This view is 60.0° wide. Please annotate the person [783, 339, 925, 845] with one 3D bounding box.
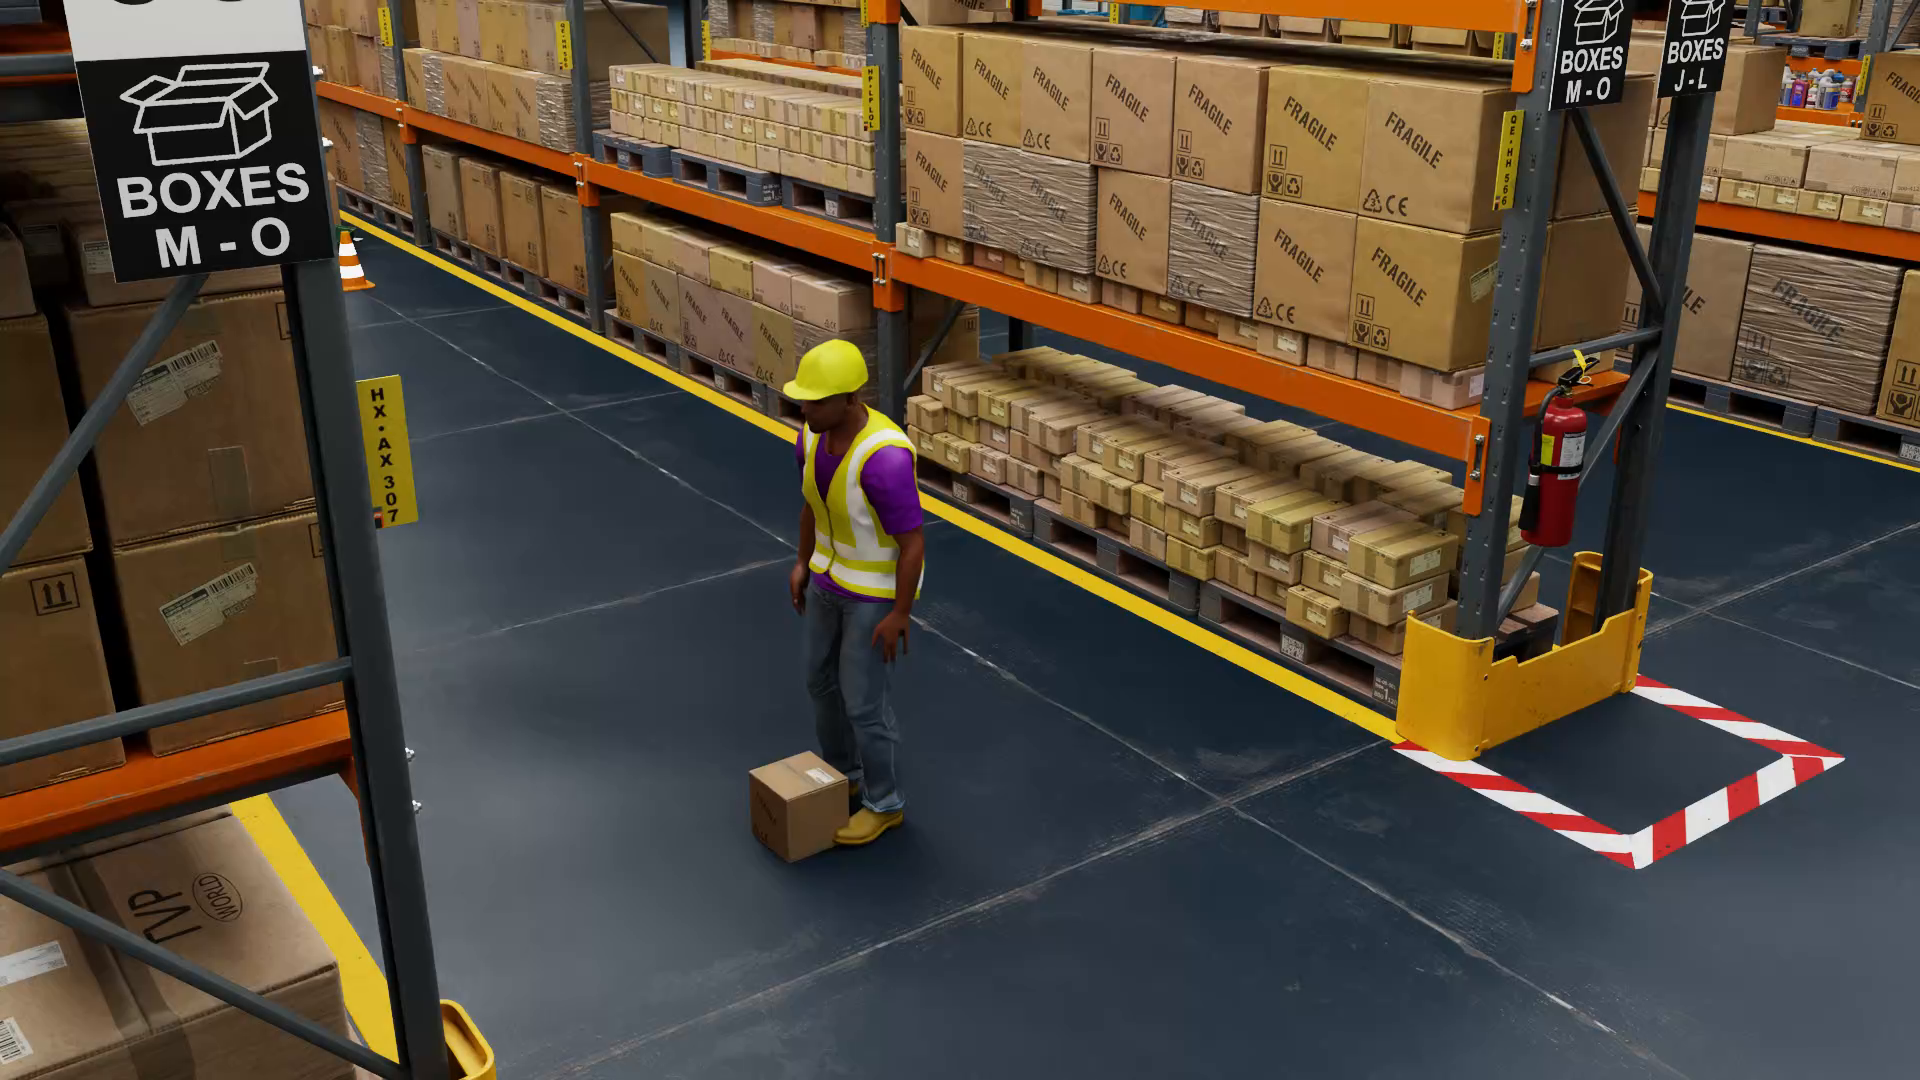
[{"bbox_3d":[-0.372,0.169,5.626,0.462,1.759,0.622,-16,26,-35],"label":"person"}]
